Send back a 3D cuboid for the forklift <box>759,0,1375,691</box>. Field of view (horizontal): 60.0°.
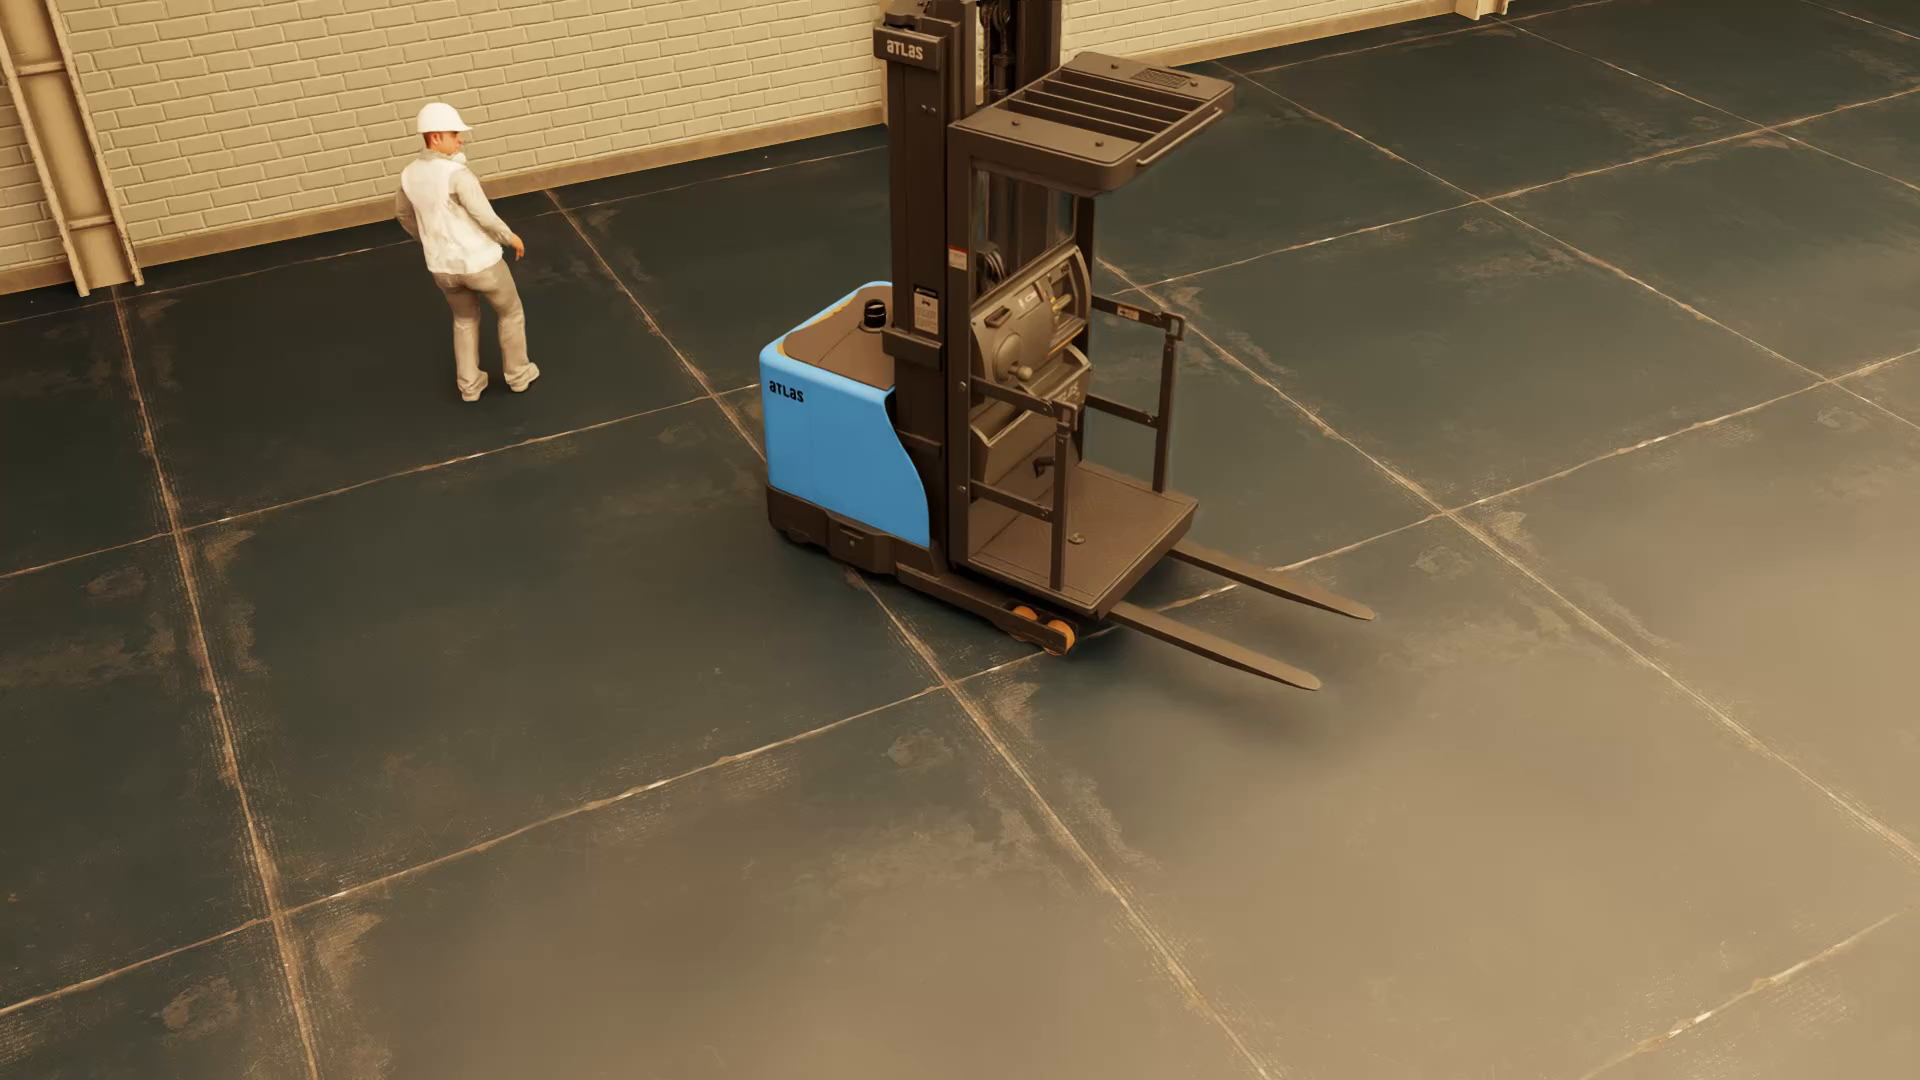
[{"bbox_3d":[0.506,-1.000,7.537,3.031,2.935,1.130,21,40,27],"label":"forklift"}]

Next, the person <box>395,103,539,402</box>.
[{"bbox_3d":[-2.817,-1.633,9.472,0.726,1.744,0.513,10,37,14],"label":"person"}]
